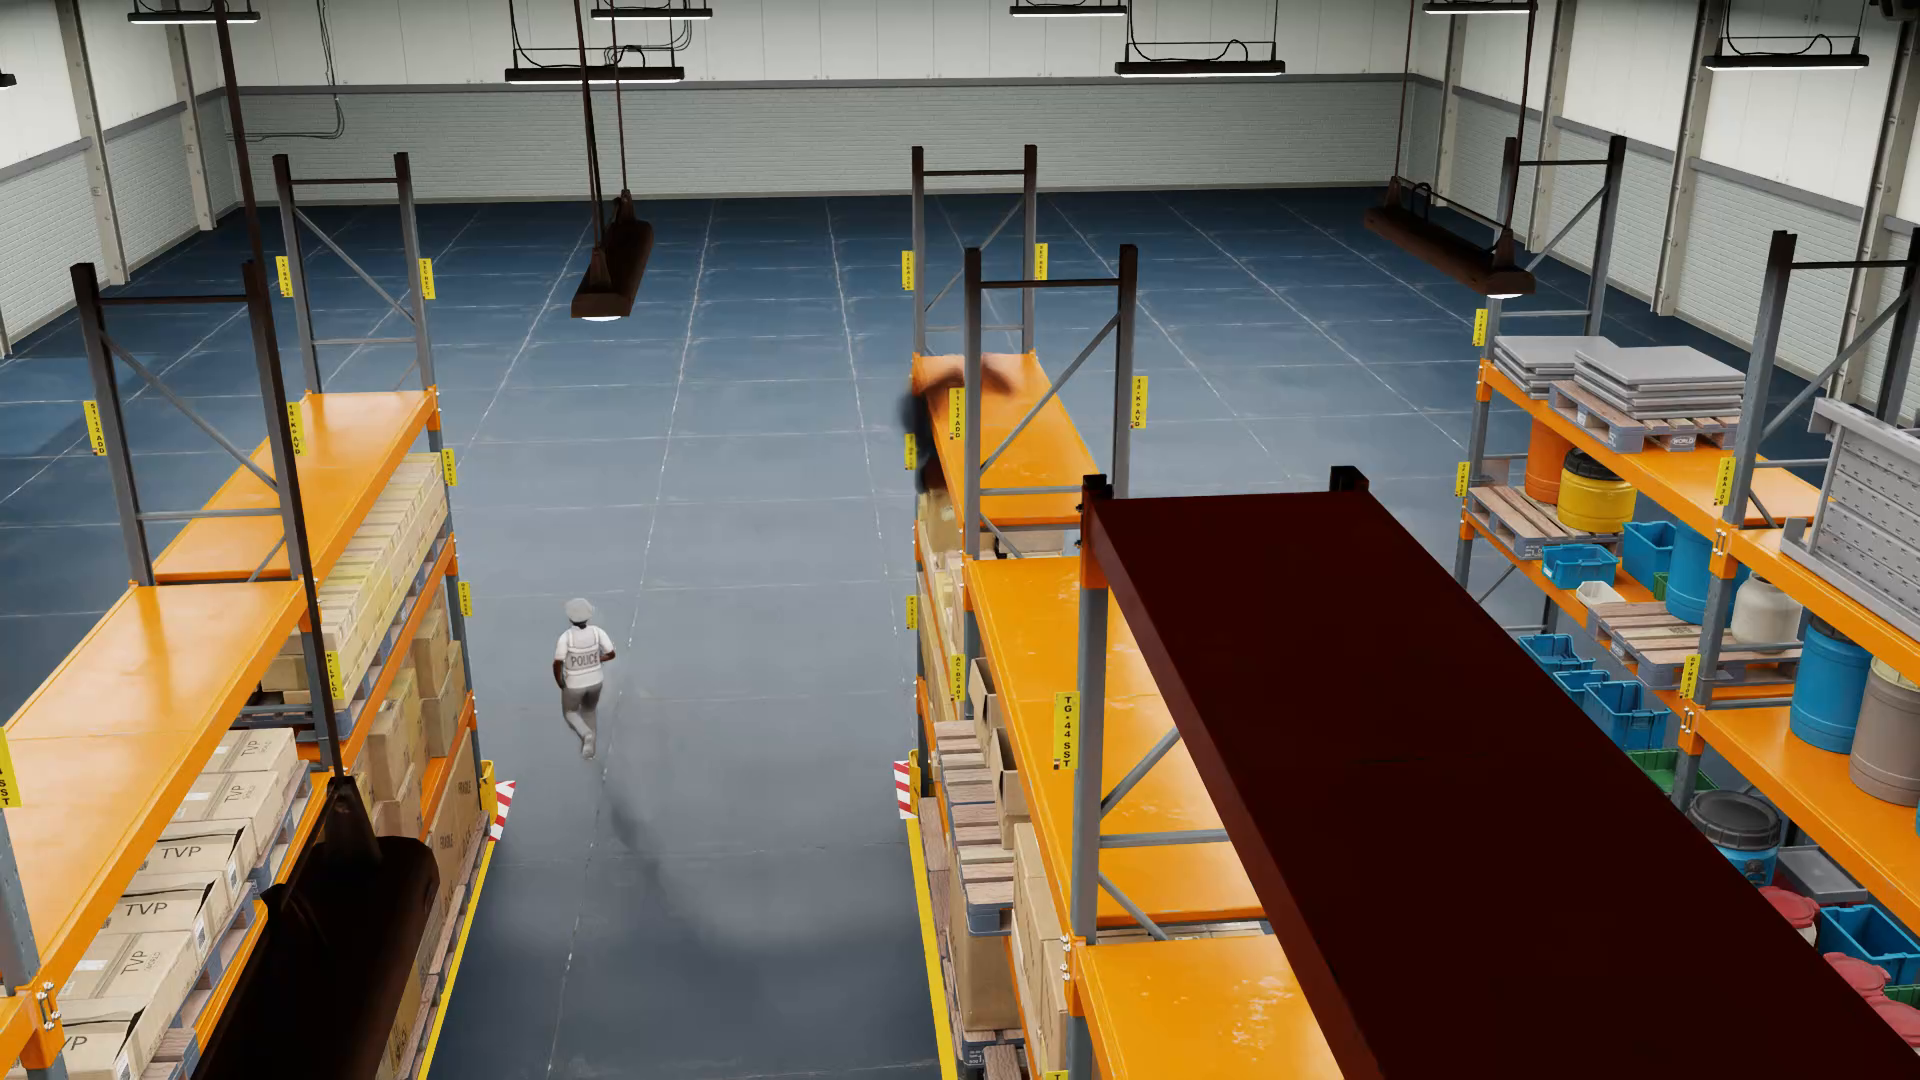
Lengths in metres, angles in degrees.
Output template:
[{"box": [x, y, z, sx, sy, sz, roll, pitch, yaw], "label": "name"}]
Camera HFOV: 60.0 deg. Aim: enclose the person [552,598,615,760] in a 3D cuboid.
[{"box": [-3.515, 1.327, 15.546, 0.611, 1.664, 0.536, -14, 25, -31], "label": "person"}]
